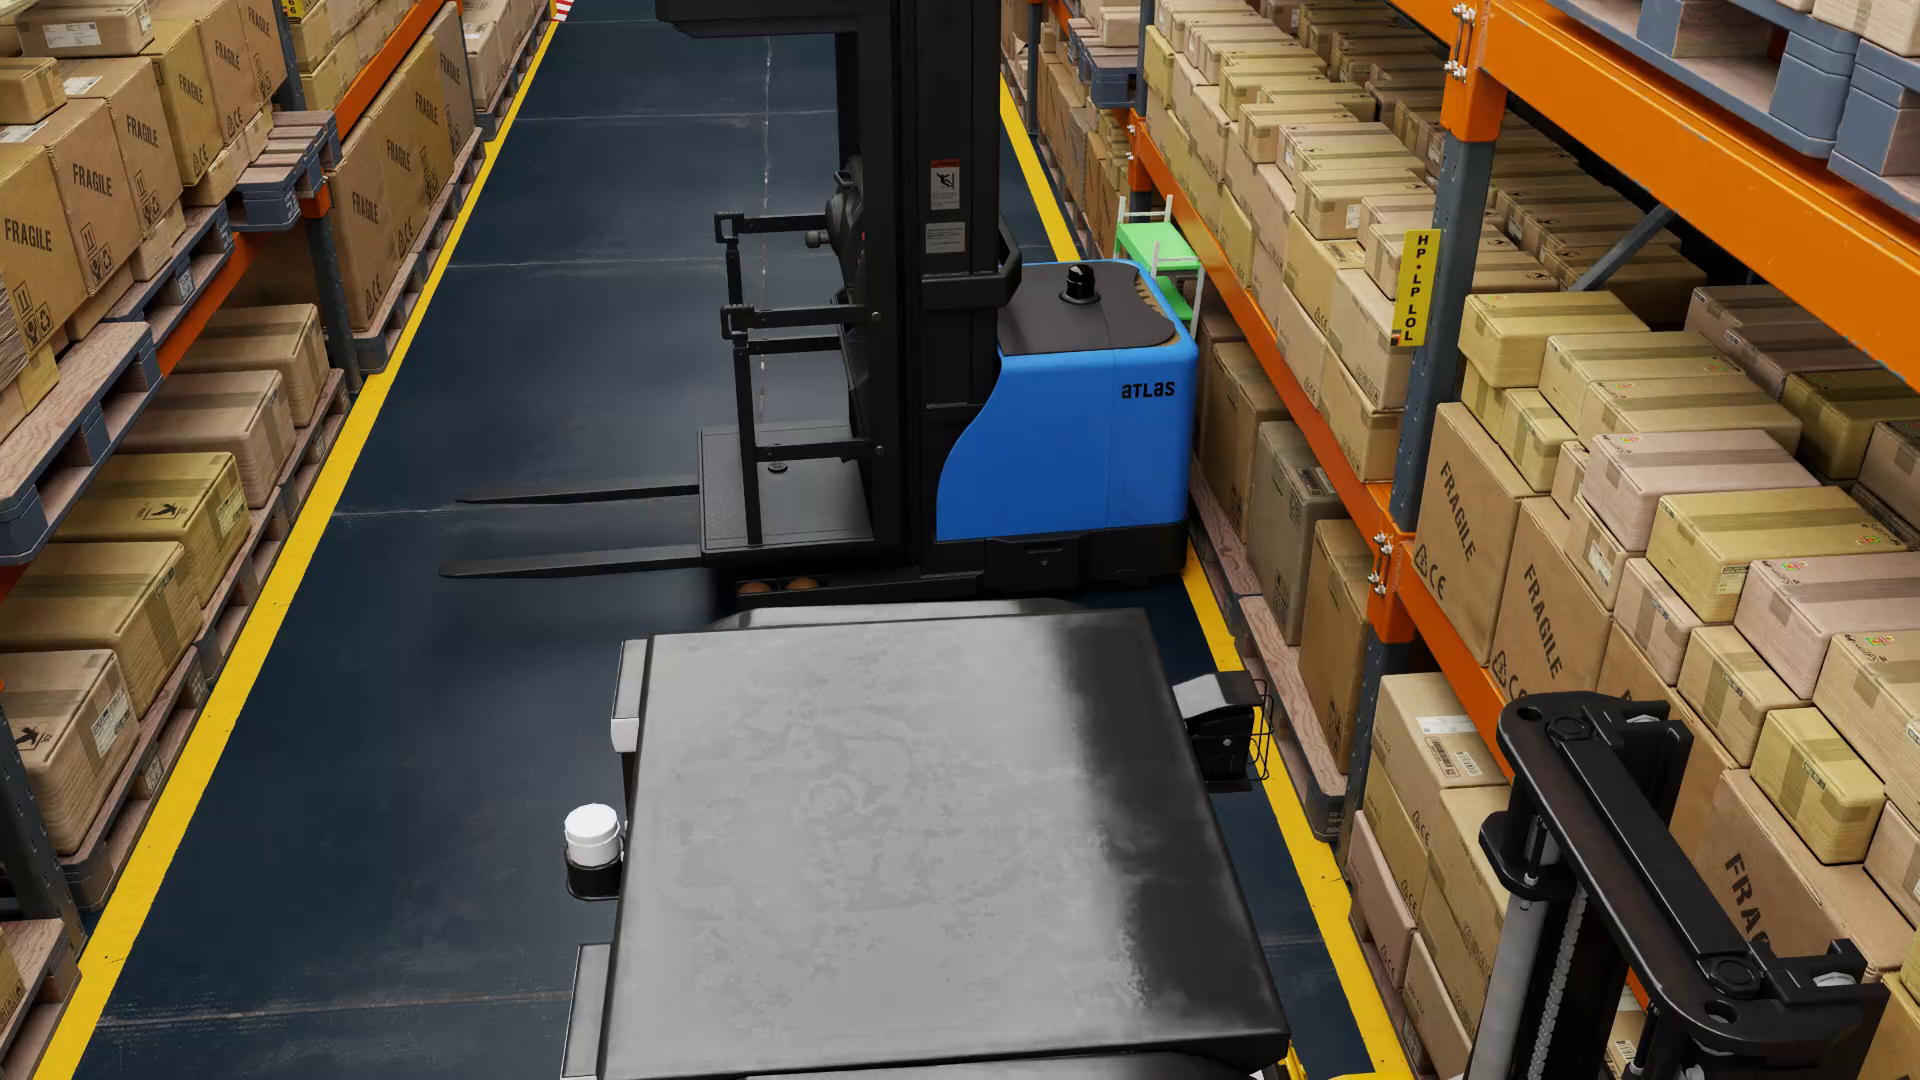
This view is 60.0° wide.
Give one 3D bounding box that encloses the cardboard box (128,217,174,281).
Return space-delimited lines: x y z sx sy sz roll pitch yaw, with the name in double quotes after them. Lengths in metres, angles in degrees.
-3.032 -1.026 5.879 0.380 0.149 0.250 -2 31 -3 "cardboard box"

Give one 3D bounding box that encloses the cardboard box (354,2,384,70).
-3.478 -2.759 9.090 0.500 0.250 0.500 -2 31 -3 "cardboard box"

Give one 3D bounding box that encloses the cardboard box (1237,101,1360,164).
1.237 -1.497 6.102 0.380 0.149 0.250 -4 31 -6 "cardboard box"

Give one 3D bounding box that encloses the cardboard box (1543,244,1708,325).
1.922 -0.741 4.835 0.380 0.149 0.250 -3 31 -6 "cardboard box"

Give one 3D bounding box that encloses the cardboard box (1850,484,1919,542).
2.164 -0.007 3.607 0.380 0.149 0.250 -3 31 -4 "cardboard box"

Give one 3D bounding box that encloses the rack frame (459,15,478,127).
-3.948 -4.074 11.146 1.000 3.000 0.127 -3 31 -5 "rack frame"

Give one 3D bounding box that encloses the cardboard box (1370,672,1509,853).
1.474 0.603 4.612 0.500 0.250 0.500 -3 31 -5 "cardboard box"

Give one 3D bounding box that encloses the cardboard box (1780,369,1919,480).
2.092 -0.266 3.749 0.380 0.149 0.250 -3 31 -5 "cardboard box"

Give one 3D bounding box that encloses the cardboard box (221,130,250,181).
-3.129 -1.560 6.771 0.380 0.149 0.250 -4 31 -7 "cardboard box"

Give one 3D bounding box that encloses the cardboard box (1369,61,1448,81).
1.844 -1.791 6.593 0.380 0.149 0.250 -3 31 -5 "cardboard box"

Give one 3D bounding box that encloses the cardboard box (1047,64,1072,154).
0.874 -2.892 11.195 0.500 0.500 0.500 -3 31 -5 "cardboard box"

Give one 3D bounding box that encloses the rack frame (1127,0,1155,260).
1.367 -2.272 8.128 1.000 3.000 0.127 -3 31 -5 "rack frame"

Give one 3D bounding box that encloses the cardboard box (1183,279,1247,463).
1.481 -0.780 7.537 0.875 0.625 0.625 -2 31 -3 "cardboard box"

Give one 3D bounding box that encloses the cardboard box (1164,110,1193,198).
1.207 -1.712 7.337 0.500 0.250 0.500 -3 31 -6 "cardboard box"

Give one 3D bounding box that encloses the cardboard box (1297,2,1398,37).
1.735 -2.309 7.460 0.380 0.149 0.250 -2 31 -3 "cardboard box"

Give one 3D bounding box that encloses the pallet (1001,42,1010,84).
0.813 -4.092 13.895 1.003 0.211 1.213 -3 31 -5 "pallet"

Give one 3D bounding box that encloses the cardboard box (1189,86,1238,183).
1.242 -1.660 6.763 0.500 0.250 0.500 -4 31 -6 "cardboard box"

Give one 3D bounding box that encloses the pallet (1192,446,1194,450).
1.405 -0.652 8.136 1.003 0.211 1.213 -3 31 -5 "pallet"

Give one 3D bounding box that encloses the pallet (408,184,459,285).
-3.684 -1.862 10.162 1.003 0.211 1.213 -3 31 -5 "pallet"

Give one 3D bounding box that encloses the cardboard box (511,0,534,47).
-4.067 -4.398 13.777 0.875 0.438 0.875 -2 31 -3 "cardboard box"

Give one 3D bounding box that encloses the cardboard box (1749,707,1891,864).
1.633 0.415 2.900 0.380 0.149 0.250 -3 31 -6 "cardboard box"

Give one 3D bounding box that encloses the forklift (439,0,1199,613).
-0.616 -1.211 6.419 3.031 2.935 1.130 -4 31 -7 "forklift"

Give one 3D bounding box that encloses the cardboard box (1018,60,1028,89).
0.649 -3.541 12.623 0.380 0.149 0.250 -4 31 -6 "cardboard box"

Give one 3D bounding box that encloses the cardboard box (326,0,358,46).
-3.423 -2.717 8.532 0.500 0.250 0.500 -2 31 -3 "cardboard box"

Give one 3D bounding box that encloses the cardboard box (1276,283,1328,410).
1.381 -0.666 5.587 0.500 0.250 0.500 -3 31 -5 "cardboard box"

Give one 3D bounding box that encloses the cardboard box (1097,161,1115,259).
1.077 -1.841 9.434 0.500 0.500 0.500 -3 31 -5 "cardboard box"

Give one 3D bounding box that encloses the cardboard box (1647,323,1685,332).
1.949 -0.651 5.074 0.500 0.250 0.500 -3 31 -5 "cardboard box"

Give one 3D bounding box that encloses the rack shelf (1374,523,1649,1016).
1.928 1.100 3.184 1.077 0.370 4.000 -3 31 -5 "rack shelf"

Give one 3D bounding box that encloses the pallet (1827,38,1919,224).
1.957 -0.424 2.195 1.003 0.211 1.213 -3 31 -5 "pallet"

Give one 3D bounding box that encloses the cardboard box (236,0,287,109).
-3.255 -2.164 7.151 0.500 0.500 0.500 -4 31 -6 "cardboard box"

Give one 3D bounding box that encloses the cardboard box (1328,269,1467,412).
1.440 -0.618 5.019 0.500 0.250 0.500 -3 31 -6 "cardboard box"

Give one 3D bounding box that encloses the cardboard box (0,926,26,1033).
-2.878 1.299 4.421 0.500 0.250 0.500 -1 31 -2 "cardboard box"

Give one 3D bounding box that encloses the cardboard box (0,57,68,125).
-3.097 -1.426 5.283 0.380 0.149 0.250 -1 31 -2 "cardboard box"

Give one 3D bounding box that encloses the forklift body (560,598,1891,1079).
0.121 1.296 2.982 2.313 2.155 1.214 -3 31 -5 "forklift body"

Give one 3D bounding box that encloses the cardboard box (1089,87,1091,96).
1.001 -2.704 10.247 0.380 0.149 0.250 -3 31 -4 "cardboard box"

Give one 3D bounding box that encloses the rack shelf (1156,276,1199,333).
0.858 -1.038 7.418 0.258 0.148 0.480 -4 34 -12 "rack shelf"

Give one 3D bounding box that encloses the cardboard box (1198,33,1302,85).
1.216 -2.017 6.972 0.380 0.149 0.250 -2 31 -4 "cardboard box"

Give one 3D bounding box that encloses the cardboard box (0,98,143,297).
-3.039 -1.103 5.374 0.500 0.500 0.500 -3 31 -5 "cardboard box"

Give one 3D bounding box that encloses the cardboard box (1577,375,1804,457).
1.622 -0.243 3.711 0.380 0.149 0.250 -3 31 -6 "cardboard box"

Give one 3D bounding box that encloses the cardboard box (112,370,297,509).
-3.455 -0.419 7.179 0.950 0.372 0.625 -3 31 -6 "cardboard box"

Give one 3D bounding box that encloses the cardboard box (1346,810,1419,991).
1.456 1.033 4.867 0.500 0.250 0.500 -2 31 -4 "cardboard box"

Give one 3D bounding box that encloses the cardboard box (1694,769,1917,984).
1.662 0.748 2.975 0.500 0.500 0.500 -3 31 -4 "cardboard box"

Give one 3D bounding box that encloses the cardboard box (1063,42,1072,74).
0.900 -3.236 11.137 0.380 0.149 0.250 -4 31 -7 "cardboard box"

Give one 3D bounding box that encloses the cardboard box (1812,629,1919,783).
1.716 0.279 2.838 0.380 0.149 0.250 -3 31 -4 "cardboard box"

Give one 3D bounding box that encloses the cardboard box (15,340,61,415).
-2.952 -0.487 4.976 0.380 0.149 0.250 -2 31 -4 "cardboard box"

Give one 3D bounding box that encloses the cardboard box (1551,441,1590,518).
1.587 -0.112 3.782 0.380 0.149 0.250 -3 31 -5 "cardboard box"

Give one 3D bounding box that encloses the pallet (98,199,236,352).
-3.349 -0.941 6.087 1.003 0.211 1.213 -3 31 -5 "pallet"

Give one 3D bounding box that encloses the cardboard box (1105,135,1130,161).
1.032 -2.172 9.356 0.380 0.149 0.250 -4 31 -6 "cardboard box"

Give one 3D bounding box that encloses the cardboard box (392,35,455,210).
-3.718 -2.569 10.288 0.875 0.875 0.875 -2 31 -3 "cardboard box"

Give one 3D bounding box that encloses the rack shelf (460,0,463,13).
-4.135 -4.786 13.040 1.077 0.370 4.000 -3 31 -5 "rack shelf"

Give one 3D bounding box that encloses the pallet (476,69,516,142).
-3.941 -3.269 12.517 1.003 0.211 1.213 -3 31 -5 "pallet"

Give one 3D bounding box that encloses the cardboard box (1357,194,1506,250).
1.475 -0.973 5.224 0.380 0.149 0.250 -3 31 -5 "cardboard box"

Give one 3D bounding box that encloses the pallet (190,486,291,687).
-3.392 0.186 6.733 1.003 0.211 1.213 -3 31 -5 "pallet"

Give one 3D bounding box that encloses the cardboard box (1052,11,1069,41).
0.834 -3.501 11.292 0.380 0.149 0.250 -4 31 -7 "cardboard box"

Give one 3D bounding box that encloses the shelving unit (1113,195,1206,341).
0.848 -0.892 7.515 0.258 1.200 0.503 -4 34 -12 "shelving unit"

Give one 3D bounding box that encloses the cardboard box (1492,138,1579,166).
1.884 -1.265 5.713 0.380 0.149 0.250 -3 31 -5 "cardboard box"
